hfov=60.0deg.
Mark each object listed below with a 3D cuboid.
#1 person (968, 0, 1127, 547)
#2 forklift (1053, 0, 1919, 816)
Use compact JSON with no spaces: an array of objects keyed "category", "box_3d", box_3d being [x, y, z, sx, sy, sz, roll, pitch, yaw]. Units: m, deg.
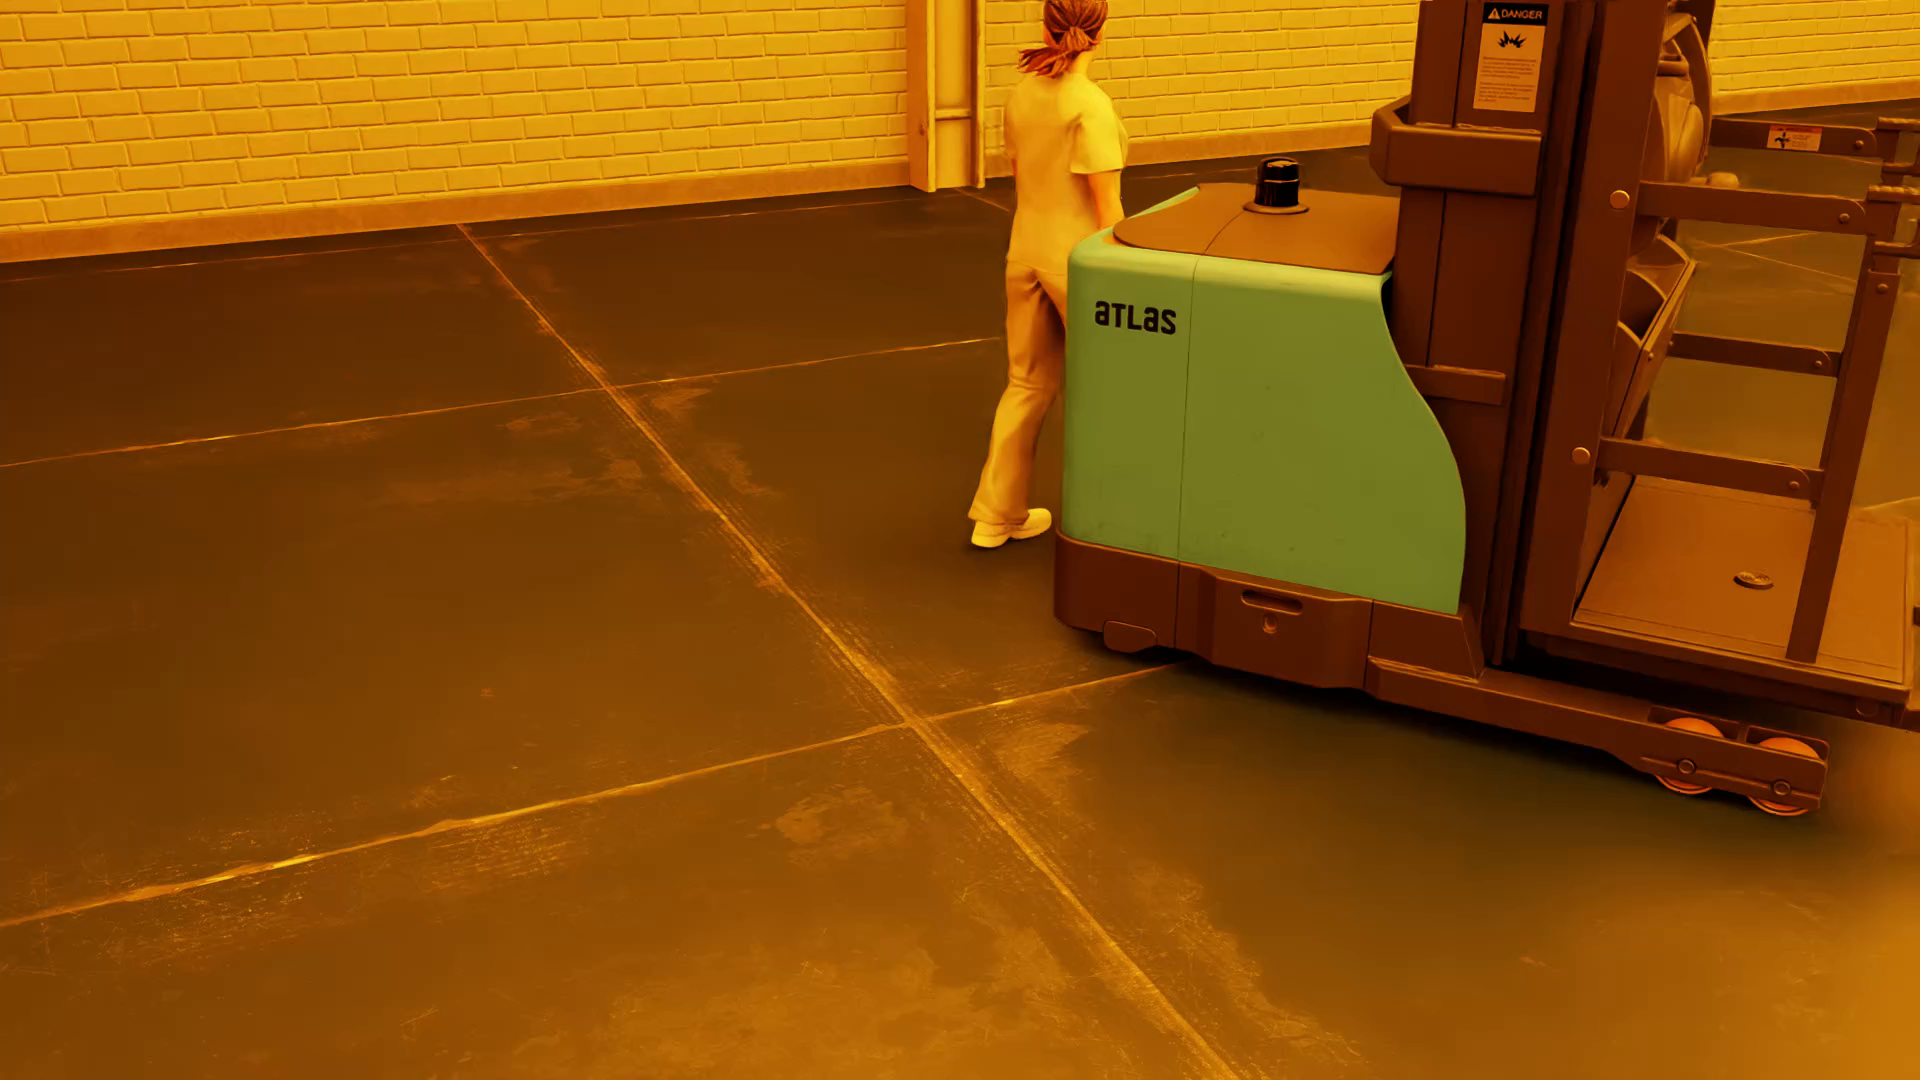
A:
[{"category":"person","box_3d":[0.399,-0.807,4.926,0.824,1.633,0.626,-18,28,-36]},{"category":"forklift","box_3d":[1.796,-0.981,3.649,3.031,2.935,1.130,12,25,26]}]
